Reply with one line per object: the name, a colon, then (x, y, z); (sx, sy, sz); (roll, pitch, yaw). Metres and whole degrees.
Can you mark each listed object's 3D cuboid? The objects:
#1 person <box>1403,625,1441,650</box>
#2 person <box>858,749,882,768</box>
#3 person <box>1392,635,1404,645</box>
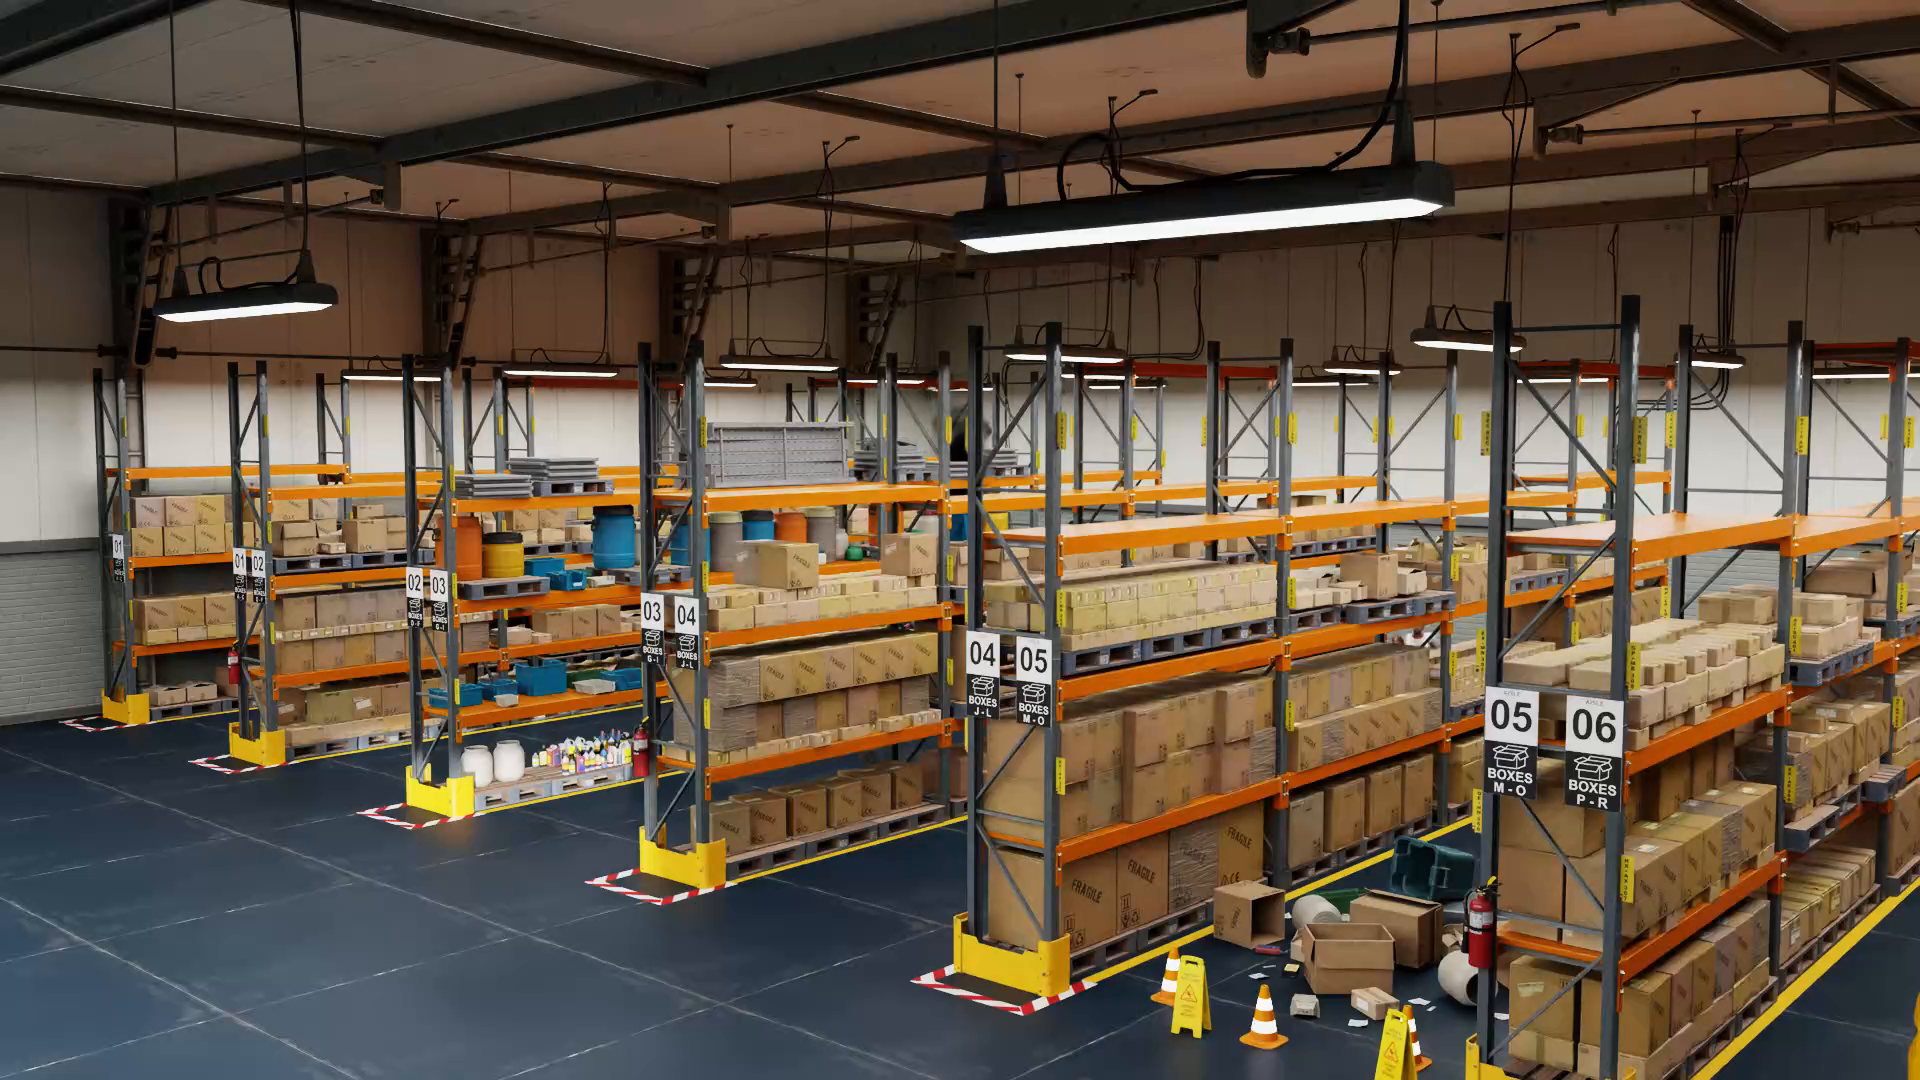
person: (7.835, 2.200, 28.424); (0.721, 1.741, 0.517); (2, 5, 29)
person: (-1.287, 2.571, 23.247); (0.639, 1.825, 0.732); (4, 6, 41)
person: (7.152, 2.363, 27.235); (0.518, 1.630, 0.665); (3, 5, 37)
